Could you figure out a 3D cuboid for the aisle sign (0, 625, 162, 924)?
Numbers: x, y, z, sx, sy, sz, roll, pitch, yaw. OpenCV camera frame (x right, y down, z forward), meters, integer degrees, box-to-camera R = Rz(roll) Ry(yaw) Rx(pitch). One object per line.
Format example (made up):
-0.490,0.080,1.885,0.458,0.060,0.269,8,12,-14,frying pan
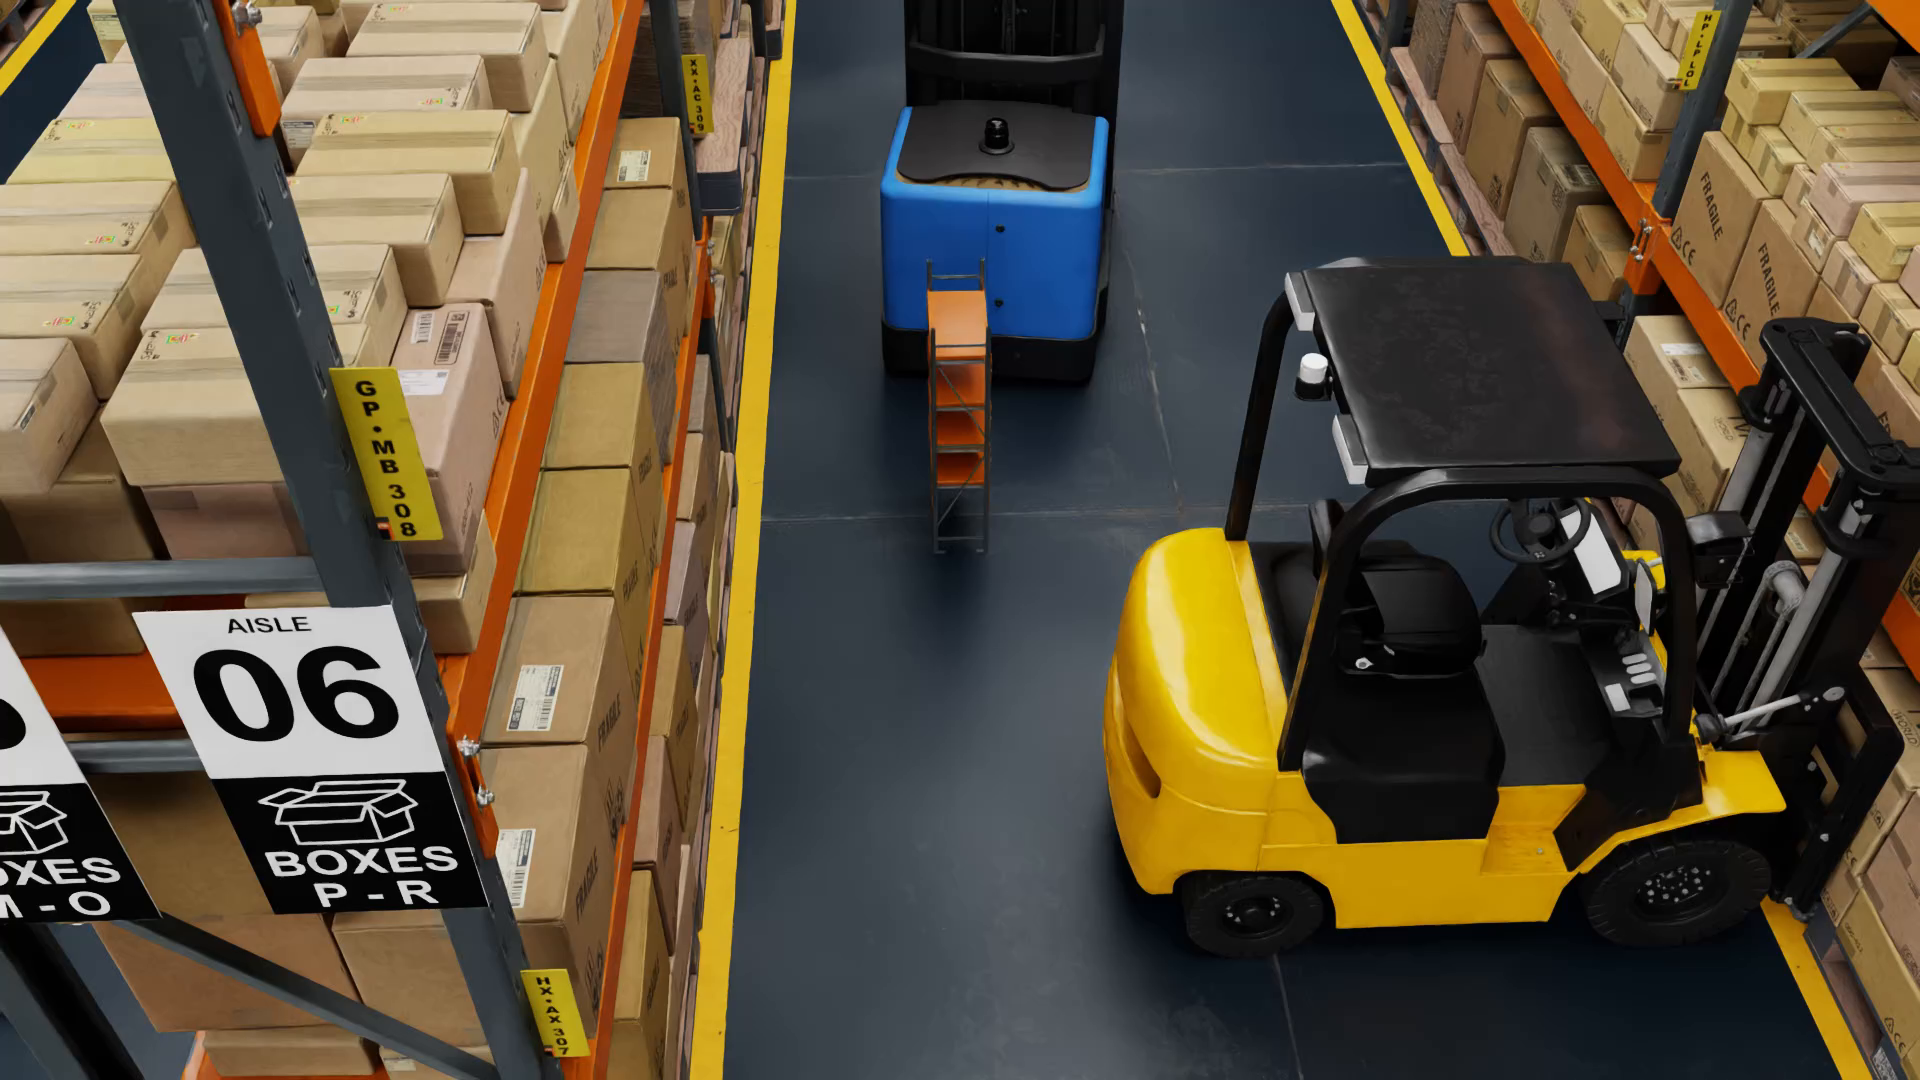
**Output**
-1.673,0.414,2.804,0.394,0.787,0.004,-2,43,-2,aisle sign

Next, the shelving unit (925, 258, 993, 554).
-0.007,-0.554,7.116,0.258,1.200,0.503,-2,43,-2,shelving unit

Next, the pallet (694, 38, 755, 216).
-1.442,-1.827,7.315,1.003,0.211,1.213,-2,43,-2,pallet

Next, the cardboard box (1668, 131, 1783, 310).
3.162,-1.253,6.472,0.500,0.500,0.500,-3,43,-3,cardboard box

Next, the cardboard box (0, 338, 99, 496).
-1.695,-0.204,2.779,0.380,0.149,0.250,-1,43,-1,cardboard box

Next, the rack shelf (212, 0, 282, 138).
-1.470,-1.973,3.427,1.077,0.370,4.000,-2,43,-2,rack shelf

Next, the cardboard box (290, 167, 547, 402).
-1.152,-0.525,3.423,0.500,0.250,0.500,-2,43,-2,cardboard box

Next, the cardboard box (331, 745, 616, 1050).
-1.128,0.848,3.960,0.500,0.500,0.500,-2,43,-2,cardboard box

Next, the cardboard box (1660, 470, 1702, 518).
3.139,-0.173,6.723,0.500,0.250,0.500,-2,43,-2,cardboard box

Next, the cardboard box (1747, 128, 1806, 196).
3.167,-1.401,6.154,0.380,0.149,0.250,-1,43,-1,cardboard box

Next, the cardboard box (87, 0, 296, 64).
-1.793,-1.239,3.907,0.380,0.149,0.250,-1,43,-1,cardboard box

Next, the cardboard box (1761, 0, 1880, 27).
3.644,-2.225,7.053,0.380,0.149,0.250,-3,43,-3,cardboard box

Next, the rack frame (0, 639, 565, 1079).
-1.385,1.323,3.737,1.000,3.000,0.127,-2,43,-2,rack frame

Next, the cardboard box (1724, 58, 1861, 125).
3.121,-1.685,6.244,0.380,0.149,0.250,-1,43,-1,cardboard box

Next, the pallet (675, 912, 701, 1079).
-1.388,1.750,5.335,1.003,0.211,1.213,-2,43,-2,pallet

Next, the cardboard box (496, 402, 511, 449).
-1.153,-0.278,3.449,0.380,0.149,0.250,-1,43,-1,cardboard box

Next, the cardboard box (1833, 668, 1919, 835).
3.184,0.681,5.421,0.500,0.250,0.500,-1,43,-1,cardboard box

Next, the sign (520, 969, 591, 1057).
-0.843,0.988,3.461,0.100,0.325,0.005,-2,43,-2,sign

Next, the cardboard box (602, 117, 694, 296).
-1.288,-1.231,6.229,0.500,0.500,0.500,-3,43,-3,cardboard box

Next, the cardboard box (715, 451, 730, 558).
-1.262,-0.128,7.043,0.500,0.250,0.500,0,43,0,cardboard box

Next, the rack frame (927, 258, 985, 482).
-0.017,-0.719,7.296,0.240,1.200,0.015,-2,43,-2,rack frame

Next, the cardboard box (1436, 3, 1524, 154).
3.282,-2.640,9.507,0.875,0.625,0.625,0,43,0,cardboard box

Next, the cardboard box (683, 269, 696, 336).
-1.220,-0.909,6.357,0.380,0.149,0.250,-1,43,-1,cardboard box

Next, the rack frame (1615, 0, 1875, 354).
3.404,-1.523,6.841,1.000,3.000,0.127,-2,43,-2,rack frame

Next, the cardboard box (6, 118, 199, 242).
-1.656,-0.724,3.346,0.380,0.149,0.250,-1,43,-2,cardboard box

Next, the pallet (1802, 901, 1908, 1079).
3.499,1.690,5.399,1.003,0.211,1.213,-2,43,-2,pallet

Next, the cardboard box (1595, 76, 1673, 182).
3.121,-1.800,7.255,0.500,0.250,0.500,-1,43,-1,cardboard box

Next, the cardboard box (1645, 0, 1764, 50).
3.138,-2.197,7.022,0.380,0.149,0.250,-2,43,-2,cardboard box

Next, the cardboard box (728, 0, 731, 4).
-1.291,-2.703,8.004,0.380,0.149,0.250,0,43,0,cardboard box

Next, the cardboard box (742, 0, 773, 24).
-1.672,-3.918,10.716,0.875,0.875,0.875,-2,43,-2,cardboard box

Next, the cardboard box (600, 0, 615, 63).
-1.208,-1.492,4.773,0.380,0.149,0.250,-1,43,-1,cardboard box

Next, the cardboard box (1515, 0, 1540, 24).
3.074,-2.824,8.372,0.500,0.250,0.500,0,43,0,cardboard box

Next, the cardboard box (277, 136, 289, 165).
-1.723,-0.865,3.794,0.500,0.250,0.500,-1,43,-1,cardboard box

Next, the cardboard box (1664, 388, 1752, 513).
3.122,-0.351,6.547,0.500,0.250,0.500,-2,43,-2,cardboard box

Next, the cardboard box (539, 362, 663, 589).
-1.206,-0.188,5.091,0.500,0.500,0.500,-2,43,-3,cardboard box

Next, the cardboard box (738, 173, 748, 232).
-1.645,-1.873,8.857,0.950,0.372,0.625,0,43,0,cardboard box

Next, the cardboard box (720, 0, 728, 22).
-1.318,-2.676,7.494,0.500,0.500,0.500,-2,43,-2,cardboard box

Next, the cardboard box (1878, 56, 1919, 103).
3.719,-1.702,6.262,0.380,0.149,0.250,-2,43,-2,cardboard box

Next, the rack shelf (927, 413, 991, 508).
-0.007,-0.358,7.296,0.258,0.148,0.480,-2,43,-2,rack shelf

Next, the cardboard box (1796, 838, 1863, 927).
3.214,1.054,5.754,0.500,0.250,0.500,-1,43,-1,cardboard box

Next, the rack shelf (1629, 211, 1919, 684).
3.489,0.093,5.611,1.077,0.370,4.000,-2,43,-2,rack shelf

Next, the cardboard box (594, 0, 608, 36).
-1.238,-1.562,4.555,0.500,0.250,0.500,-2,43,-2,cardboard box

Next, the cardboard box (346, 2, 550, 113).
-1.144,-1.085,3.740,0.380,0.149,0.250,-1,43,-1,cardboard box

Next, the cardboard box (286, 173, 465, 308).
-1.172,-0.571,3.178,0.380,0.149,0.250,-2,43,-2,cardboard box

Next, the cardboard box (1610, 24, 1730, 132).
3.127,-1.976,7.076,0.500,0.250,0.500,-2,43,-3,cardboard box

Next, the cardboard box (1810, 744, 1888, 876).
3.187,0.846,5.611,0.500,0.250,0.500,-3,43,-3,cardboard box

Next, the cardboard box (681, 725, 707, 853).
-1.193,0.916,5.905,0.500,0.250,0.500,1,43,1,cardboard box

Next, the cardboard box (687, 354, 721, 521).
-1.262,-0.404,6.789,0.500,0.500,0.500,-2,43,-2,cardboard box

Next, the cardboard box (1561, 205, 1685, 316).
3.370,-1.154,7.886,0.875,0.625,0.625,0,43,0,cardboard box

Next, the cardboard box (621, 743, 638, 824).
-1.113,0.656,4.650,0.380,0.149,0.250,-1,43,-1,cardboard box

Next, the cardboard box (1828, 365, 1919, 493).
3.223,-0.219,5.345,0.500,0.500,0.500,-1,43,-2,cardboard box

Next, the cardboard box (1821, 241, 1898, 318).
3.152,-0.880,5.586,0.380,0.149,0.250,-2,43,-2,cardboard box

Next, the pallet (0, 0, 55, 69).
-6.698,-3.368,10.917,1.003,0.211,1.213,-2,43,-2,pallet

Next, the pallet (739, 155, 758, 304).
-1.645,-1.701,9.099,1.003,0.211,1.213,-2,43,-2,pallet

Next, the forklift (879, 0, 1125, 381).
0.295,-2.855,8.346,1.130,2.935,3.031,4,43,5,forklift

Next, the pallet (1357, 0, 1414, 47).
3.240,-3.700,11.280,1.003,0.211,1.213,-2,43,-2,pallet

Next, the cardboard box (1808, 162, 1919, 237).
3.150,-1.162,5.673,0.380,0.149,0.250,-1,43,-1,cardboard box

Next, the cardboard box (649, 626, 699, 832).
-1.185,0.645,5.646,0.500,0.500,0.500,-1,43,-1,cardboard box
